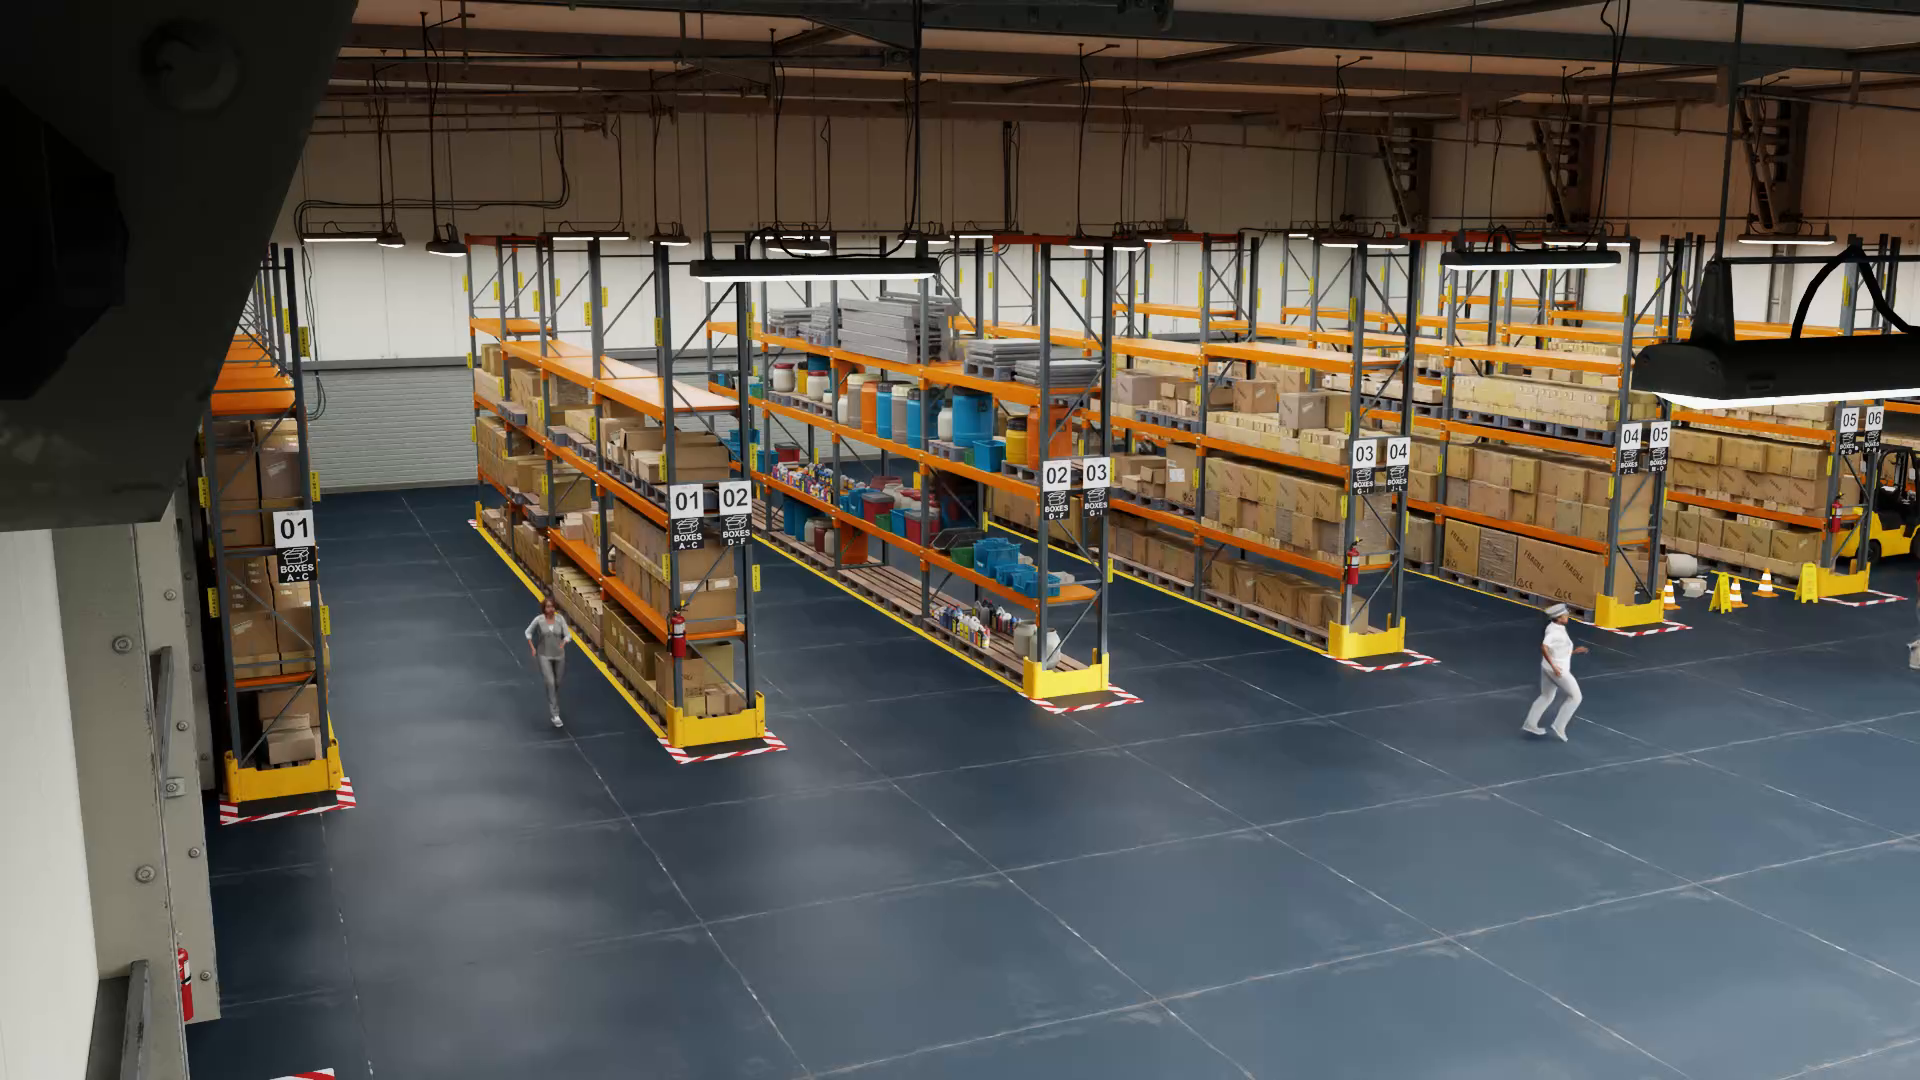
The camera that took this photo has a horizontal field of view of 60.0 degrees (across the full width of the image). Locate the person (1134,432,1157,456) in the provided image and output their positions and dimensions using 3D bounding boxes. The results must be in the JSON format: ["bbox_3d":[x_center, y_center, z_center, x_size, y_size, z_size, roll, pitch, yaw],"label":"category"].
[{"bbox_3d":[4.097,-1.526,36.558,0.658,1.770,0.734,-4,12,-19],"label":"person"}]

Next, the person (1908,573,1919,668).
[{"bbox_3d":[13.820,0.996,23.504,0.608,1.681,0.706,5,12,23],"label":"person"}]

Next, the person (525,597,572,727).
[{"bbox_3d":[-5.208,1.502,21.130,0.546,1.600,0.819,-6,12,-27],"label":"person"}]

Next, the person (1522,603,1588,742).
[{"bbox_3d":[7.309,1.622,20.358,0.716,1.733,0.542,0,11,2],"label":"person"}]
